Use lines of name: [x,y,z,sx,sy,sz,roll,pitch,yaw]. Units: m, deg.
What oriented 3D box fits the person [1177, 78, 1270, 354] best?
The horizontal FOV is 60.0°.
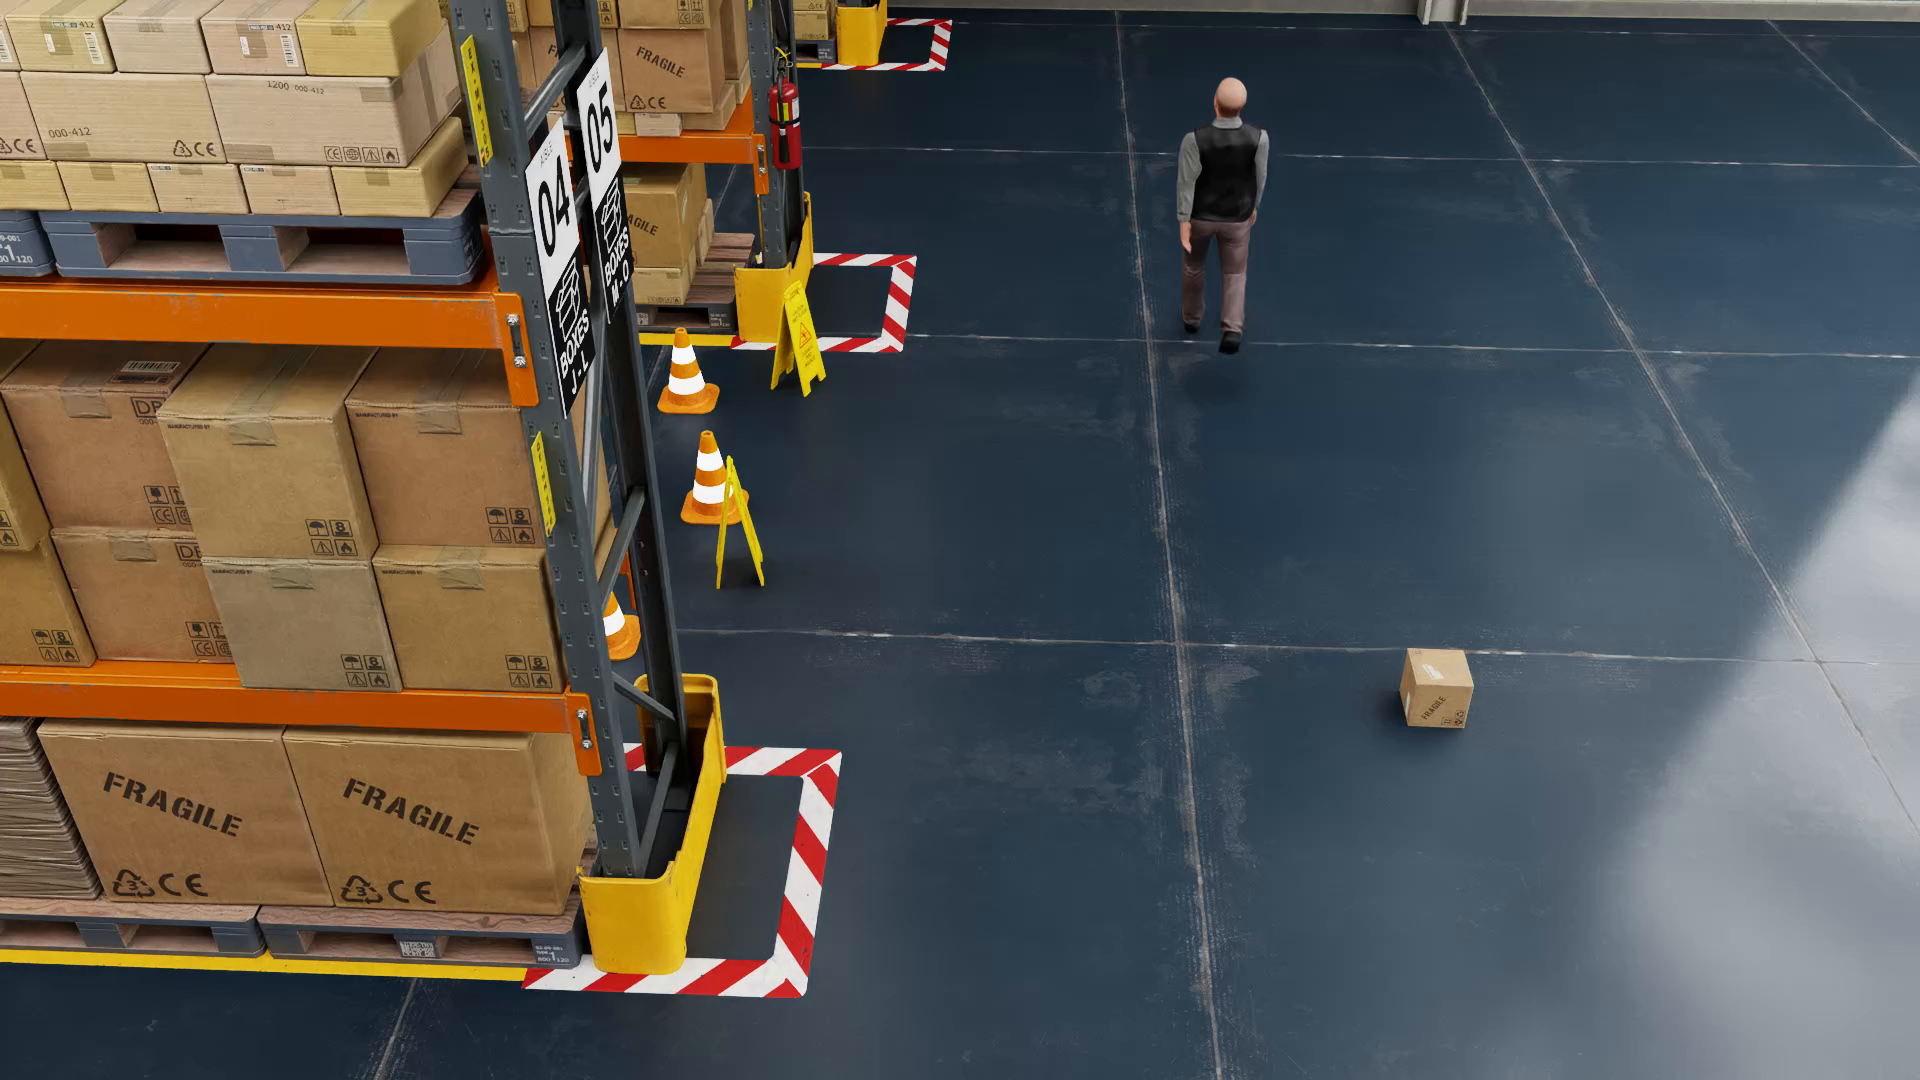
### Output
person: [1.522,-1.913,9.820,0.524,1.691,0.836,2,36,3]
